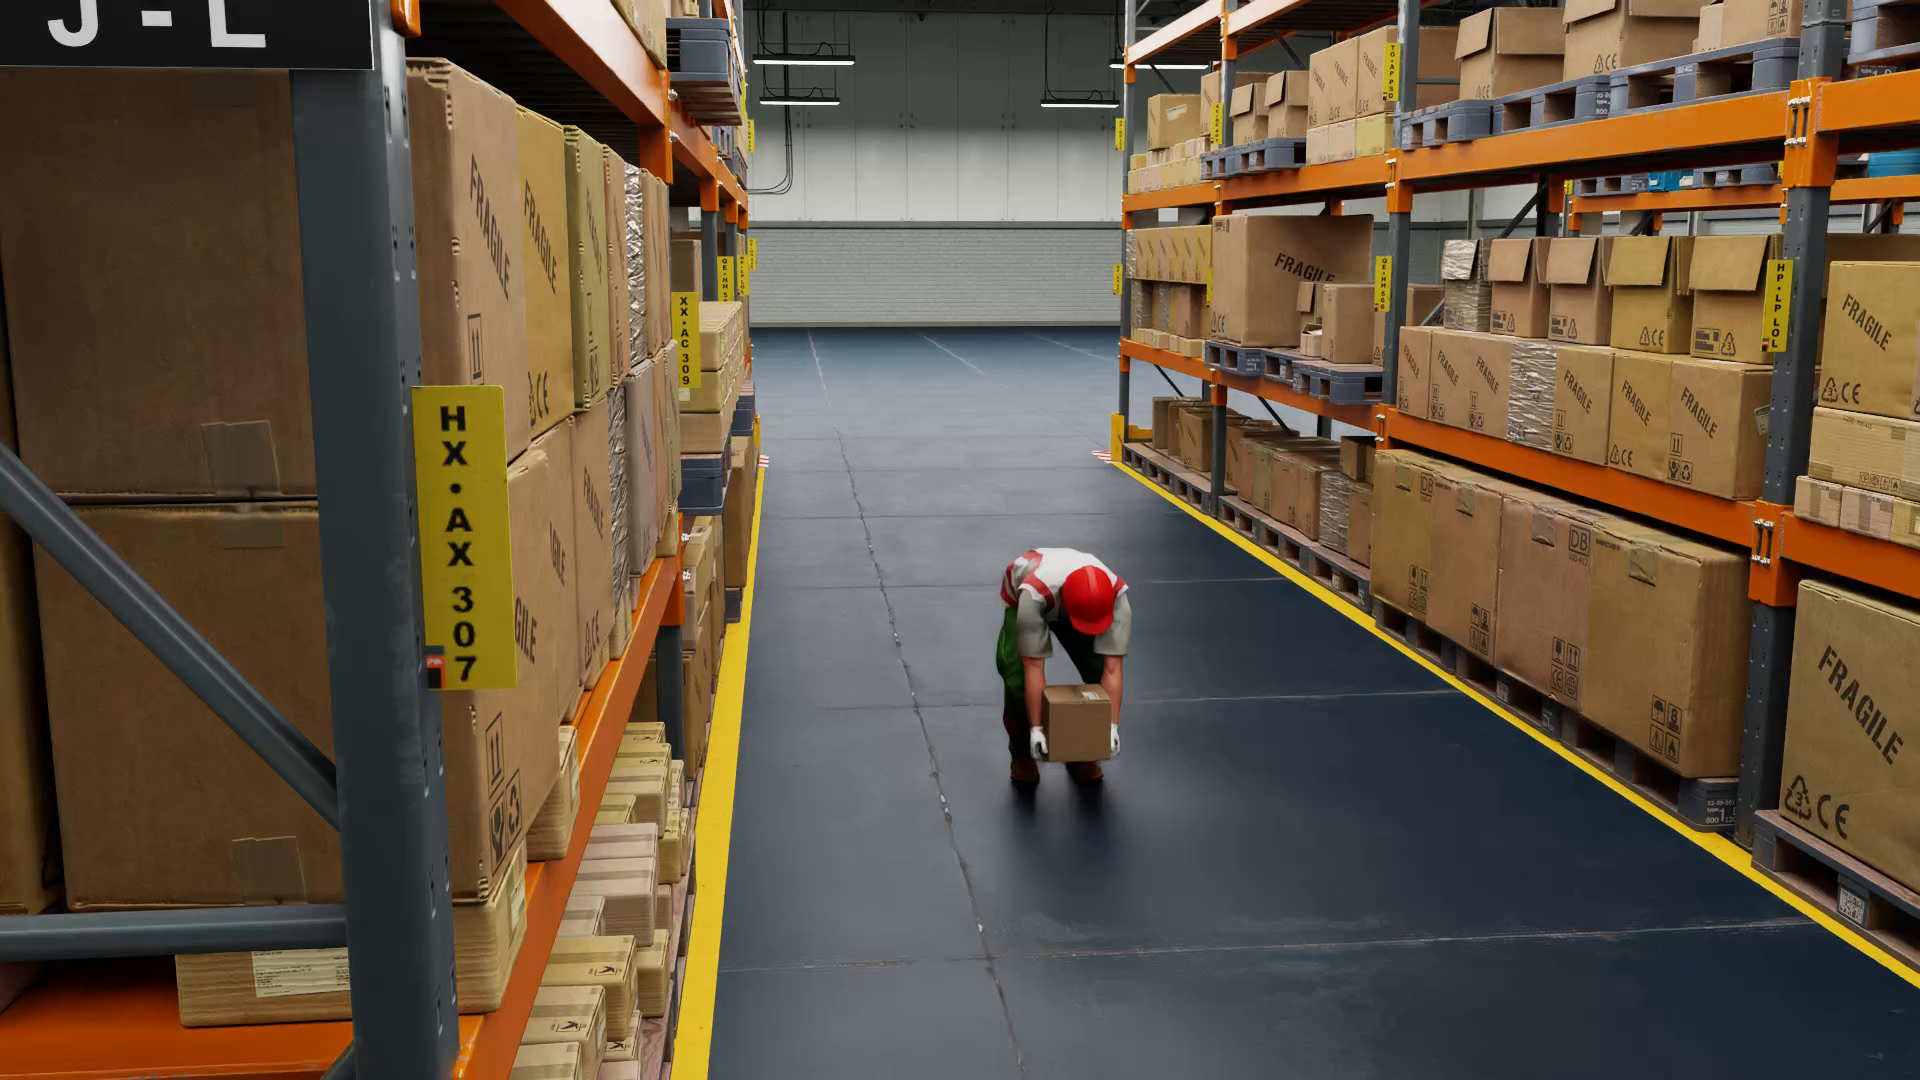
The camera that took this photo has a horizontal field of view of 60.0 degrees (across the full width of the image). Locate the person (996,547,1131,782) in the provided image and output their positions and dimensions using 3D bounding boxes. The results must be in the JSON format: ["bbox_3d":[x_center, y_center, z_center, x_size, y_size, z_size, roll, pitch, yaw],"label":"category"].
[{"bbox_3d":[0.435,0.542,6.933,0.533,1.026,0.958,-2,10,-9],"label":"person"}]
